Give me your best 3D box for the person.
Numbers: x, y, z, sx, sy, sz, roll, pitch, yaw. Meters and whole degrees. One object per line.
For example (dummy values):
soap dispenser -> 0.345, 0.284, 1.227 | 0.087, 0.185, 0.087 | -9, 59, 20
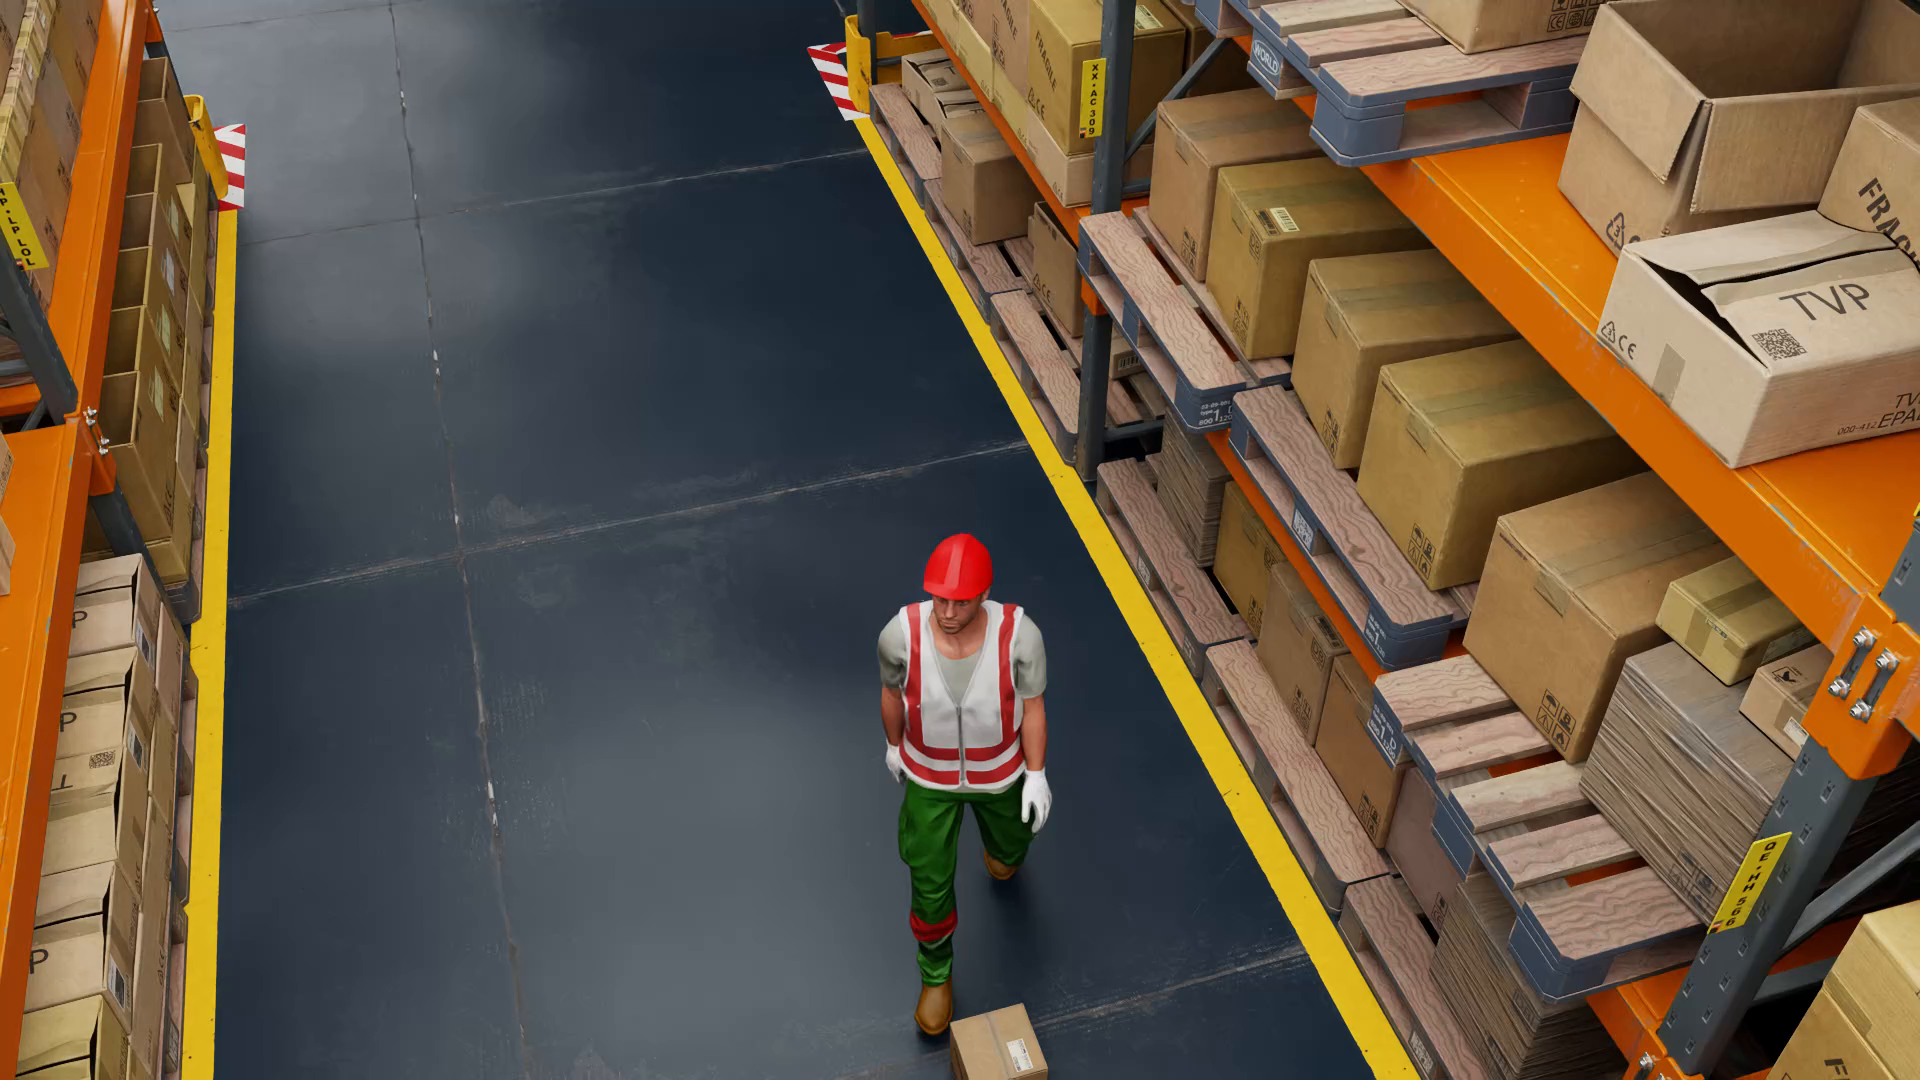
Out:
person -> 0.019, 0.741, 5.308 | 0.546, 1.763, 0.884 | -1, 42, -1
